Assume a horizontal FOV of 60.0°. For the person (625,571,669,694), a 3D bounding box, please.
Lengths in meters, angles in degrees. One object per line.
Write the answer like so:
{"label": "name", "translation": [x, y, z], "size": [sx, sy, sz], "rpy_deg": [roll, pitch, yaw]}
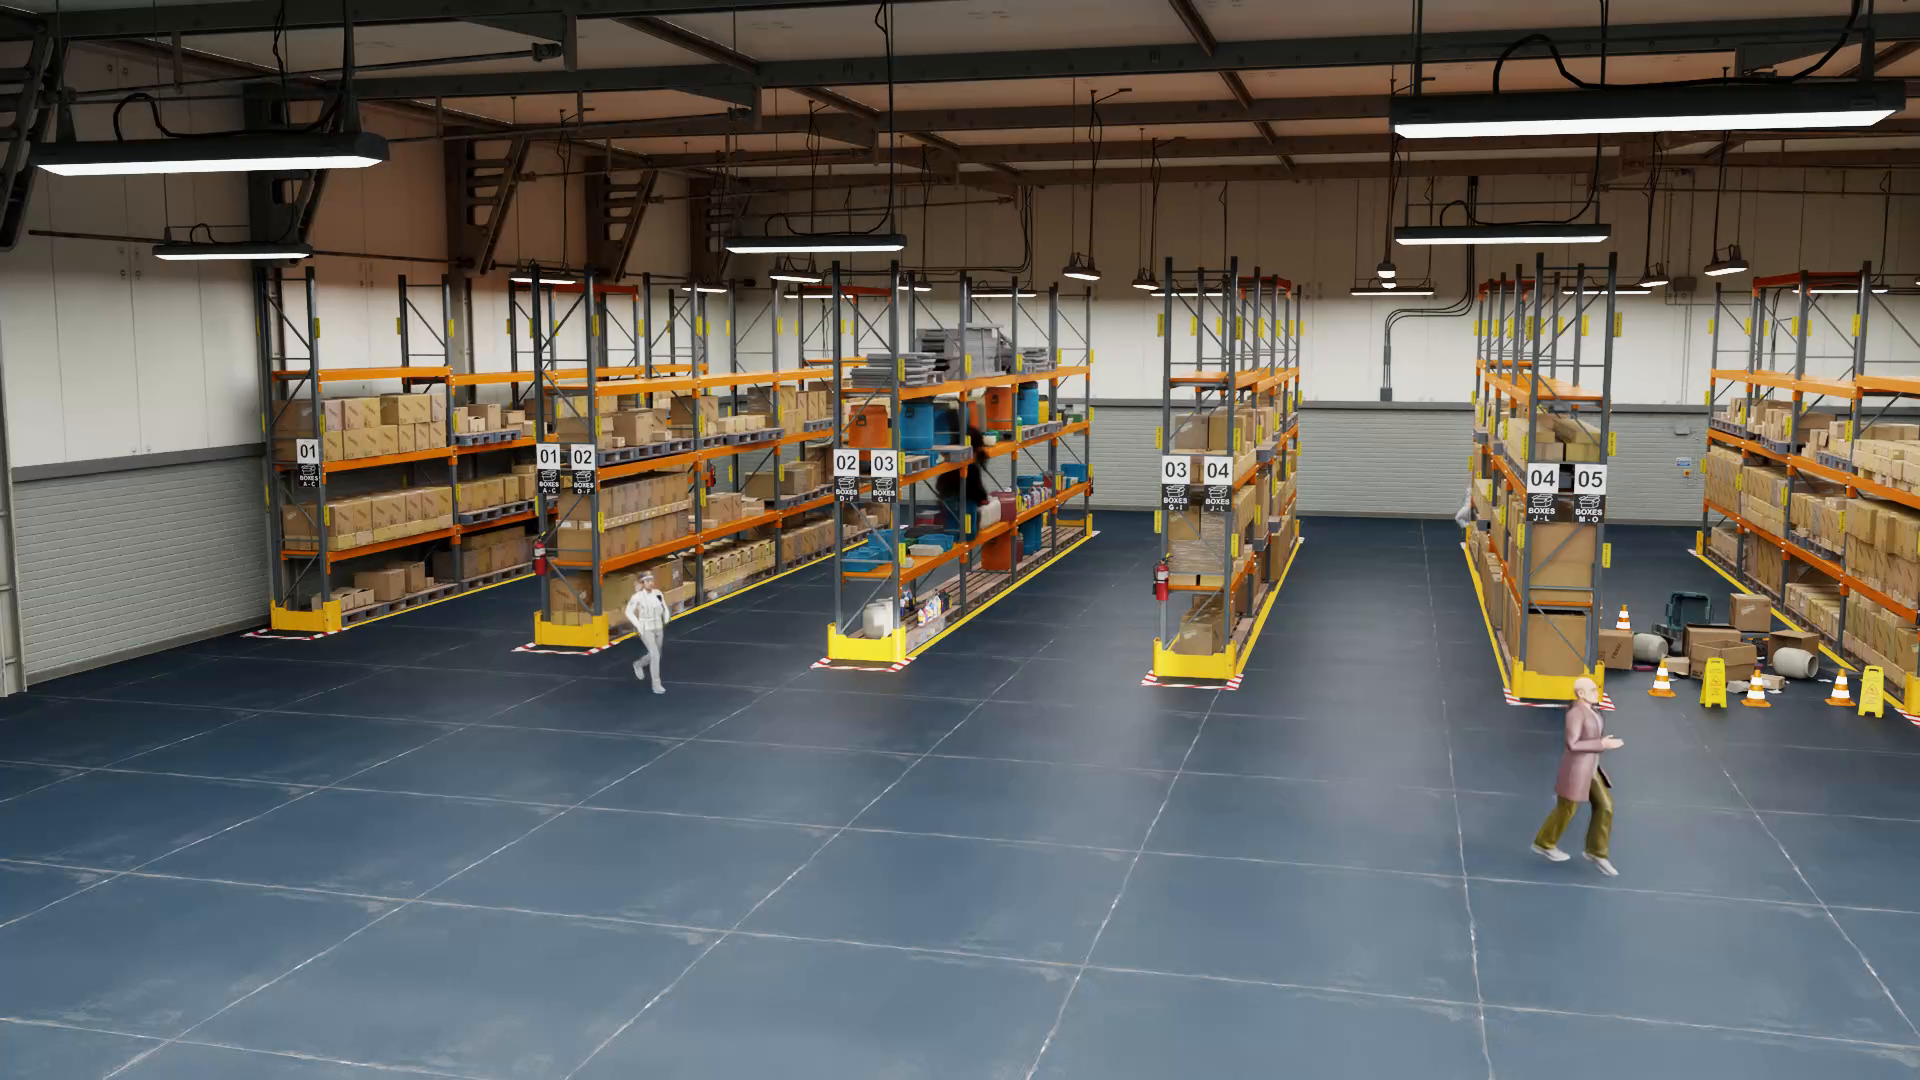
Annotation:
{"label": "person", "translation": [-4.319, 1.255, 23.126], "size": [0.611, 1.696, 0.737], "rpy_deg": [-6, 10, -41]}

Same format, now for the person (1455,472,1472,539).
{"label": "person", "translation": [12.089, -0.825, 39.393], "size": [0.658, 1.691, 0.762], "rpy_deg": [4, 8, 27]}

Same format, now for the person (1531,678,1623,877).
{"label": "person", "translation": [5.736, 2.175, 15.400], "size": [0.811, 1.837, 0.699], "rpy_deg": [7, 10, 42]}
